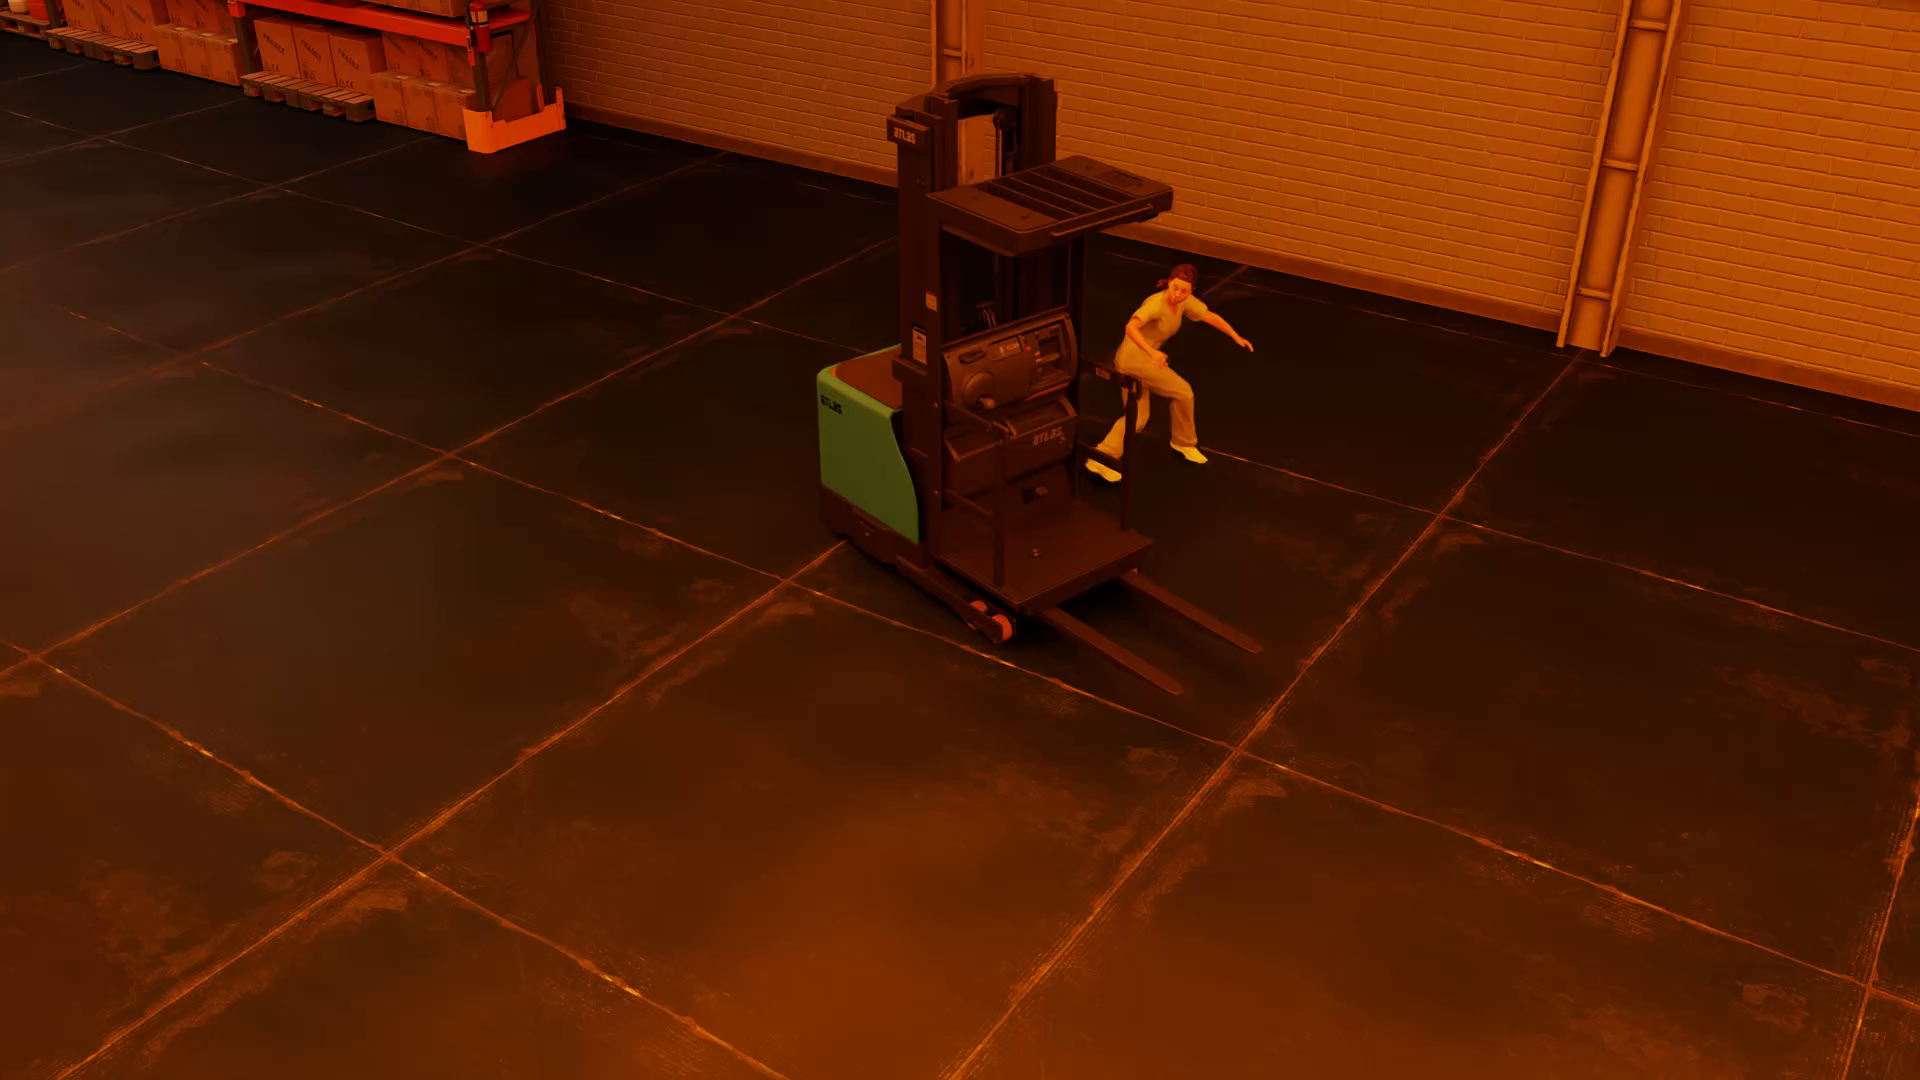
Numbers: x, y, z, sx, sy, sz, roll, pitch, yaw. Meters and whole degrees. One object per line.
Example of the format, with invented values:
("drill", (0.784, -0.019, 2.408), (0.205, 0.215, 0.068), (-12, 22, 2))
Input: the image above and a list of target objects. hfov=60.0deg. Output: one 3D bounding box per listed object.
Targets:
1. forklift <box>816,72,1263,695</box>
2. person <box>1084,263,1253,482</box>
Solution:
("forklift", (0.429, -0.961, 9.236), (1.130, 2.935, 3.031), (-22, 37, -33))
("person", (1.385, -1.076, 10.957), (1.040, 1.462, 0.827), (5, 31, 8))
